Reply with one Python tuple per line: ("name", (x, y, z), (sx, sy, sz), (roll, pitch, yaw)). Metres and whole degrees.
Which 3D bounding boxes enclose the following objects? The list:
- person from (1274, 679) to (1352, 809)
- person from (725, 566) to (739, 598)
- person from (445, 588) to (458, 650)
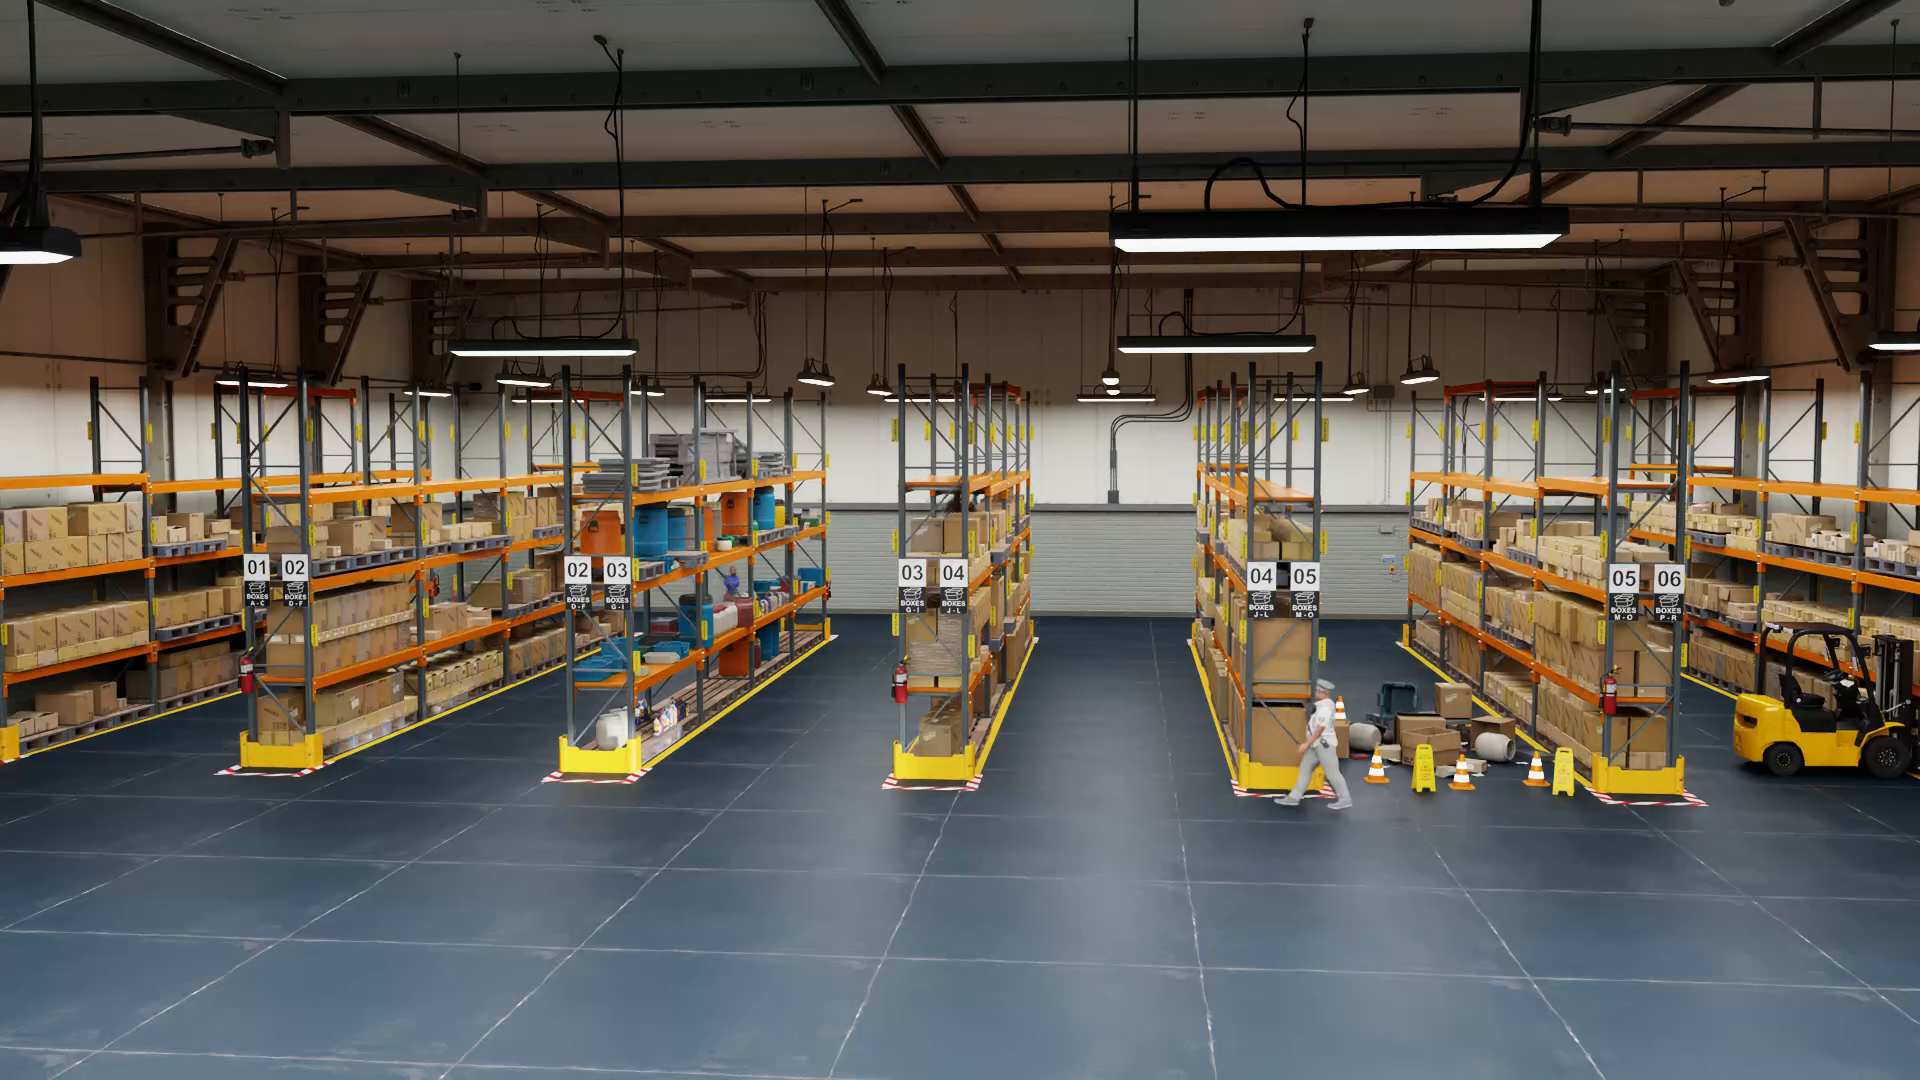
("person", (4.701, 2.704, 22.015), (0.979, 1.726, 0.535), (0, 4, -4))
("person", (-5.865, 1.462, 42.602), (0.943, 1.609, 0.545), (2, 4, 23))
("person", (-10.874, 1.871, 35.813), (0.486, 1.685, 1.012), (1, 4, 10))
